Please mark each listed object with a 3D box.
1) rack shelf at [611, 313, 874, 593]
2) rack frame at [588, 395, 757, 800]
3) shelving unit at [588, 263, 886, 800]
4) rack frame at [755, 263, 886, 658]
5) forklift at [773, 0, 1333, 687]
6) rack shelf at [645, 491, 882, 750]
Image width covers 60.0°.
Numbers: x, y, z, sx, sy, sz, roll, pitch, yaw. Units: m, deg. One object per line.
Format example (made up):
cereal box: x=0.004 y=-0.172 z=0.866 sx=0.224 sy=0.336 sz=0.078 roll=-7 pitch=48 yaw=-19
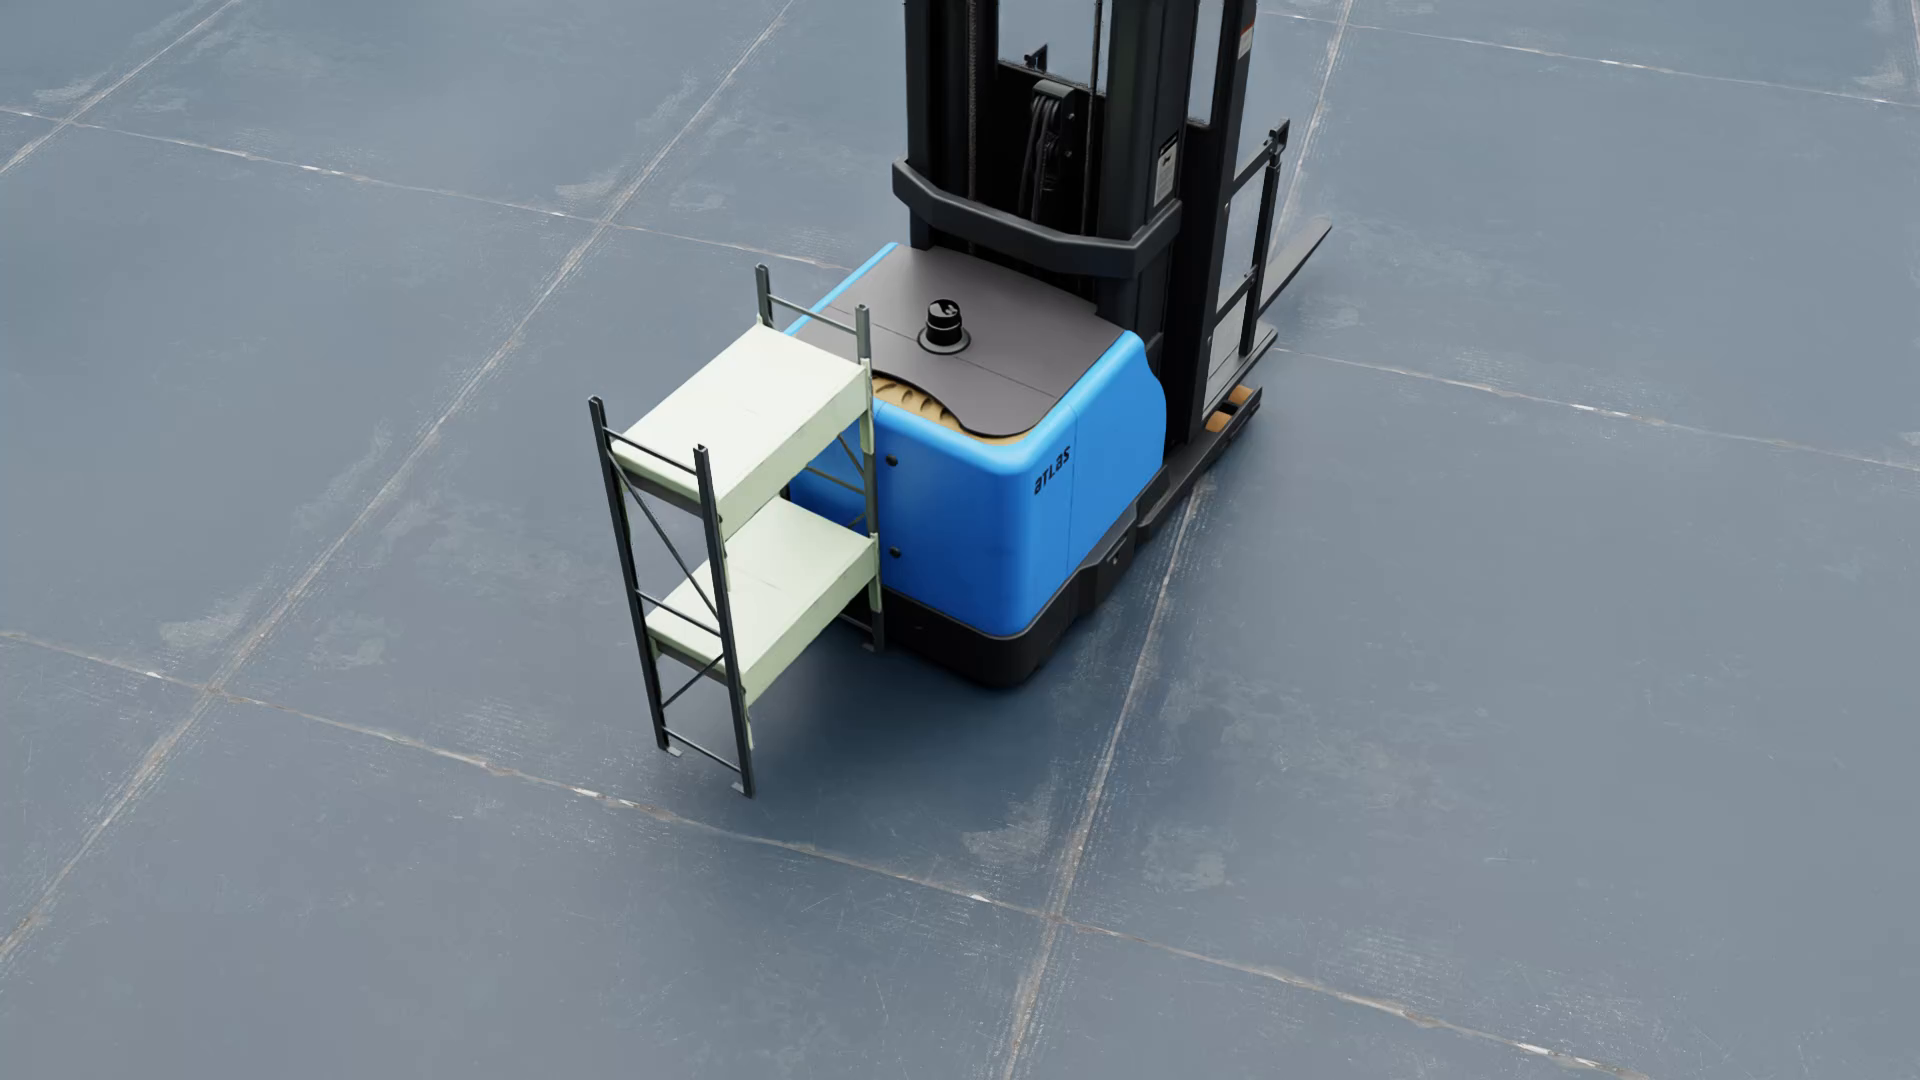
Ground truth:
rack shelf: x=-0.635 y=-0.270 z=4.896 sx=0.431 sy=0.370 sz=0.720 roll=24 pitch=49 yaw=23
rack frame: x=-0.834 y=0.224 z=4.949 sx=0.400 sy=1.500 sz=0.023 roll=24 pitch=49 yaw=23
shelving unit: x=-0.635 y=0.009 z=5.168 sx=0.431 sy=1.500 sz=0.755 roll=24 pitch=49 yaw=23
rack frame: x=-0.436 y=-0.206 z=5.388 sx=0.400 sy=1.500 sz=0.023 roll=24 pitch=49 yaw=23
forklift: x=0.556 y=-1.557 z=5.745 sx=1.130 sy=2.935 sz=3.031 roll=24 pitch=49 yaw=23
rack shelf: x=-0.635 y=0.242 z=5.396 sx=0.431 sy=0.370 sz=0.720 roll=24 pitch=49 yaw=23
